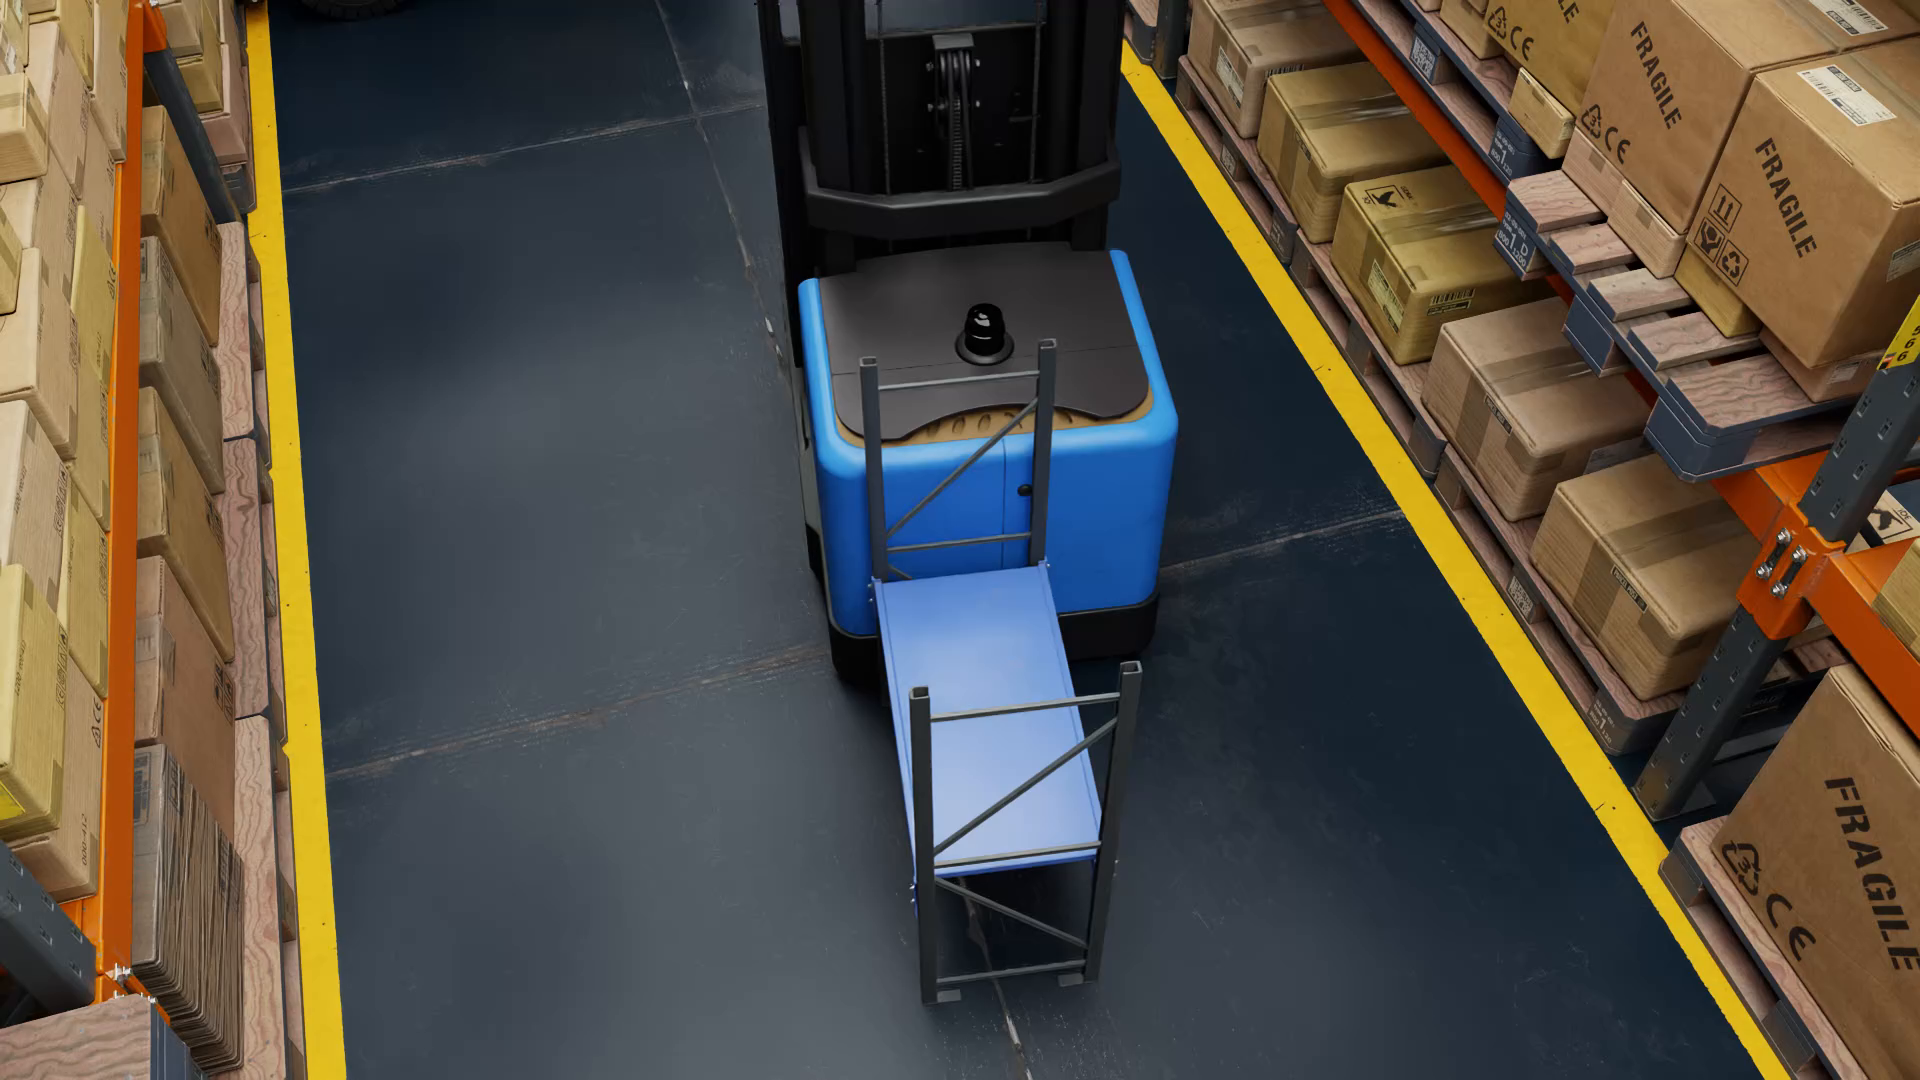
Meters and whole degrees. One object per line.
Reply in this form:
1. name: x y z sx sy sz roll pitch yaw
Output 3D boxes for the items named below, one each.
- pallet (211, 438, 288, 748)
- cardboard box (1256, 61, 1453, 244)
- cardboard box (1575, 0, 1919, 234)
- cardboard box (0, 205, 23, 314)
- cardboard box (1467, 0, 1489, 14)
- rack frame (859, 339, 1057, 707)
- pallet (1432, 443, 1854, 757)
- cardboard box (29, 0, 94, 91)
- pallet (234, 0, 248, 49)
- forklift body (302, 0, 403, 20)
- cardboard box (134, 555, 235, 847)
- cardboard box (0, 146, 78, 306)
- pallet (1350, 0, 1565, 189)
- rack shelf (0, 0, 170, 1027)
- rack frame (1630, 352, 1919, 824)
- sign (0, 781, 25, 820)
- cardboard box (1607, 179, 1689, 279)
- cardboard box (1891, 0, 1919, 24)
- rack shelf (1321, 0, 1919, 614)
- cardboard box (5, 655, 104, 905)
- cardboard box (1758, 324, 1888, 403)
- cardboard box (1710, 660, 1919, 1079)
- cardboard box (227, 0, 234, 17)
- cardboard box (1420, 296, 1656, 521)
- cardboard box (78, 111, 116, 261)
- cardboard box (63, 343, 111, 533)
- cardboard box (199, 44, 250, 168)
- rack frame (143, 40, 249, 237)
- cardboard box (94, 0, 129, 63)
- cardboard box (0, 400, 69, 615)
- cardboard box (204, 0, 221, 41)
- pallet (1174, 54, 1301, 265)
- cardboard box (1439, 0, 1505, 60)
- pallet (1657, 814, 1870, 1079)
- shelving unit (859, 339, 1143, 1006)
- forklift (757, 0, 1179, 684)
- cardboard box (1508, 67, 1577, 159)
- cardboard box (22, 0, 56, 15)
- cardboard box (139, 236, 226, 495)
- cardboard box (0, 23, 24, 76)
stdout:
1. pallet: -2.753 0.258 5.394 1.003 0.211 1.213 -13 51 -11
2. cardboard box: 1.741 -1.569 6.555 0.950 0.372 0.625 -10 51 -9
3. cardboard box: 1.988 -1.174 4.243 0.500 0.500 0.500 -14 51 -12
4. cardboard box: -2.394 -0.622 3.823 0.380 0.149 0.250 -12 51 -10
5. cardboard box: 1.677 -1.941 4.890 0.500 0.500 0.500 -15 52 -12
6. rack frame: -0.004 0.011 4.760 0.500 1.500 0.032 -6 50 -5
7. pallet: 2.321 0.061 5.560 1.003 0.211 1.213 -13 51 -11
8. cardboard box: -2.824 -1.501 4.824 0.500 0.250 0.500 -15 51 -12
9. pallet: -3.932 -2.647 7.843 1.003 0.211 1.213 -13 51 -11
10. forklift body: -2.252 -3.738 7.495 2.313 2.155 1.214 -13 51 -11
11. cardboard box: -2.562 0.555 4.599 0.875 0.625 0.625 -12 51 -10
12. cardboard box: -2.547 -0.753 4.194 0.500 0.250 0.500 -13 51 -10
13. pallet: 1.926 -1.641 5.297 1.003 0.211 1.213 -13 51 -11
14. rack shelf: -2.781 -0.370 4.571 1.077 0.370 4.000 -13 51 -11
15. rack frame: 2.551 -0.266 4.013 1.000 3.000 0.127 -13 51 -11
16. sign: -1.674 0.382 2.761 0.100 0.325 0.005 -13 51 -11
17. cardboard box: 1.964 -0.860 4.403 0.380 0.149 0.250 -14 51 -11
18. cardboard box: 2.478 -1.290 4.341 0.500 0.500 0.500 -11 51 -9
19. rack shelf: 1.959 -1.495 5.519 1.077 0.370 4.000 -13 51 -11
20. cardboard box: -2.087 0.528 3.441 0.500 0.250 0.500 -13 51 -11
21. cardboard box: 2.229 -0.507 4.105 0.380 0.149 0.250 -12 51 -10
22. cardboard box: 2.676 0.807 4.223 0.875 0.875 0.875 -14 51 -11
23. cardboard box: -3.531 -2.479 7.402 0.500 0.250 0.500 -13 51 -10
24. cardboard box: 2.167 -0.507 5.659 0.950 0.372 0.625 -14 51 -12
25. cardboard box: -2.702 -0.970 4.704 0.500 0.250 0.500 -13 51 -11
26. cardboard box: -2.390 -0.215 4.068 0.500 0.250 0.500 -15 51 -12
27. cardboard box: -3.199 -1.740 6.779 0.500 0.250 0.500 -13 51 -11
28. rack frame: -3.373 -2.063 5.527 1.000 3.000 0.127 -13 51 -11
29. cardboard box: -2.974 -1.705 5.324 0.500 0.250 0.500 -12 51 -10
30. cardboard box: -2.234 0.001 3.559 0.500 0.250 0.500 -12 51 -10
31. cardboard box: -3.372 -2.263 6.893 0.500 0.250 0.500 -14 51 -11
32. pallet: 1.600 -1.721 7.062 1.003 0.211 1.213 -13 51 -11
33. cardboard box: 1.695 -1.621 5.044 0.380 0.149 0.250 -15 51 -12
34. pallet: 2.712 1.225 4.579 1.003 0.211 1.213 -13 51 -11
35. shelving unit: 0.069 0.396 4.435 0.538 1.500 1.048 -6 50 -5
36. forklift: -0.088 -1.634 5.211 1.130 2.935 3.031 -6 50 -5
37. cardboard box: 1.802 -1.244 4.726 0.380 0.149 0.250 -13 51 -10
38. cardboard box: -2.739 -1.568 4.620 0.380 0.149 0.250 -15 51 -12
39. cardboard box: -2.985 -0.486 5.476 0.875 0.625 0.625 -14 51 -11
40. cardboard box: -2.653 -1.178 4.292 0.380 0.149 0.250 -13 51 -11
